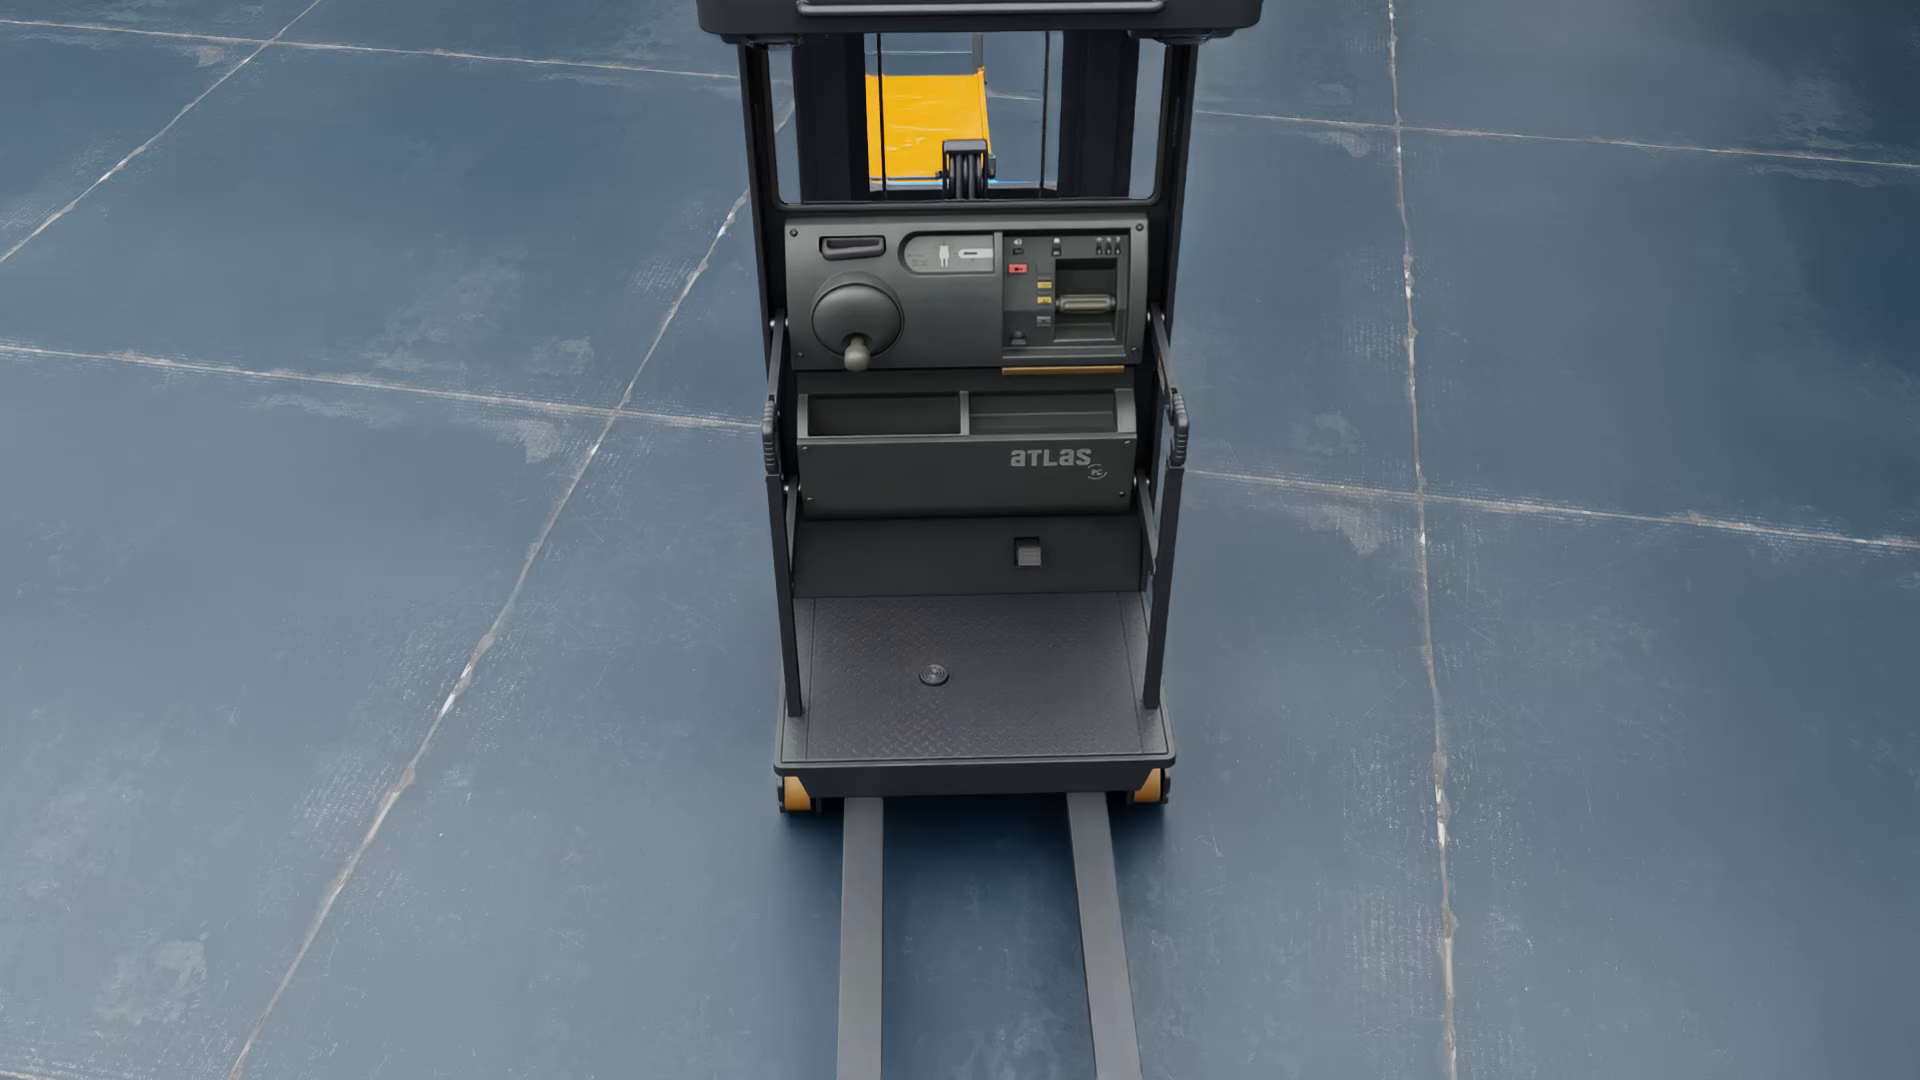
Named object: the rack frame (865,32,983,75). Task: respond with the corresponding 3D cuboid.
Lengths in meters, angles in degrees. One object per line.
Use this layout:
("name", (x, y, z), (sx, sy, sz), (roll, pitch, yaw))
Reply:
("rack frame", (-0.163, -1.492, 6.671), (0.500, 1.125, 0.032), (-1, 40, -1))

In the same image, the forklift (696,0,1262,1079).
("forklift", (0.028, -0.558, 4.125), (1.130, 2.935, 3.031), (-1, 40, -1))

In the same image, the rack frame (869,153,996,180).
("rack frame", (-0.132, -0.844, 5.888), (0.500, 1.125, 0.032), (-1, 40, -1))

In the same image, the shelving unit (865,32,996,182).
("shelving unit", (-0.147, -1.168, 6.280), (0.538, 1.125, 1.048), (-1, 40, -1))

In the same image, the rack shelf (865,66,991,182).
("rack shelf", (-0.147, -1.393, 6.093), (0.538, 0.278, 1.000), (-1, 40, -1))
